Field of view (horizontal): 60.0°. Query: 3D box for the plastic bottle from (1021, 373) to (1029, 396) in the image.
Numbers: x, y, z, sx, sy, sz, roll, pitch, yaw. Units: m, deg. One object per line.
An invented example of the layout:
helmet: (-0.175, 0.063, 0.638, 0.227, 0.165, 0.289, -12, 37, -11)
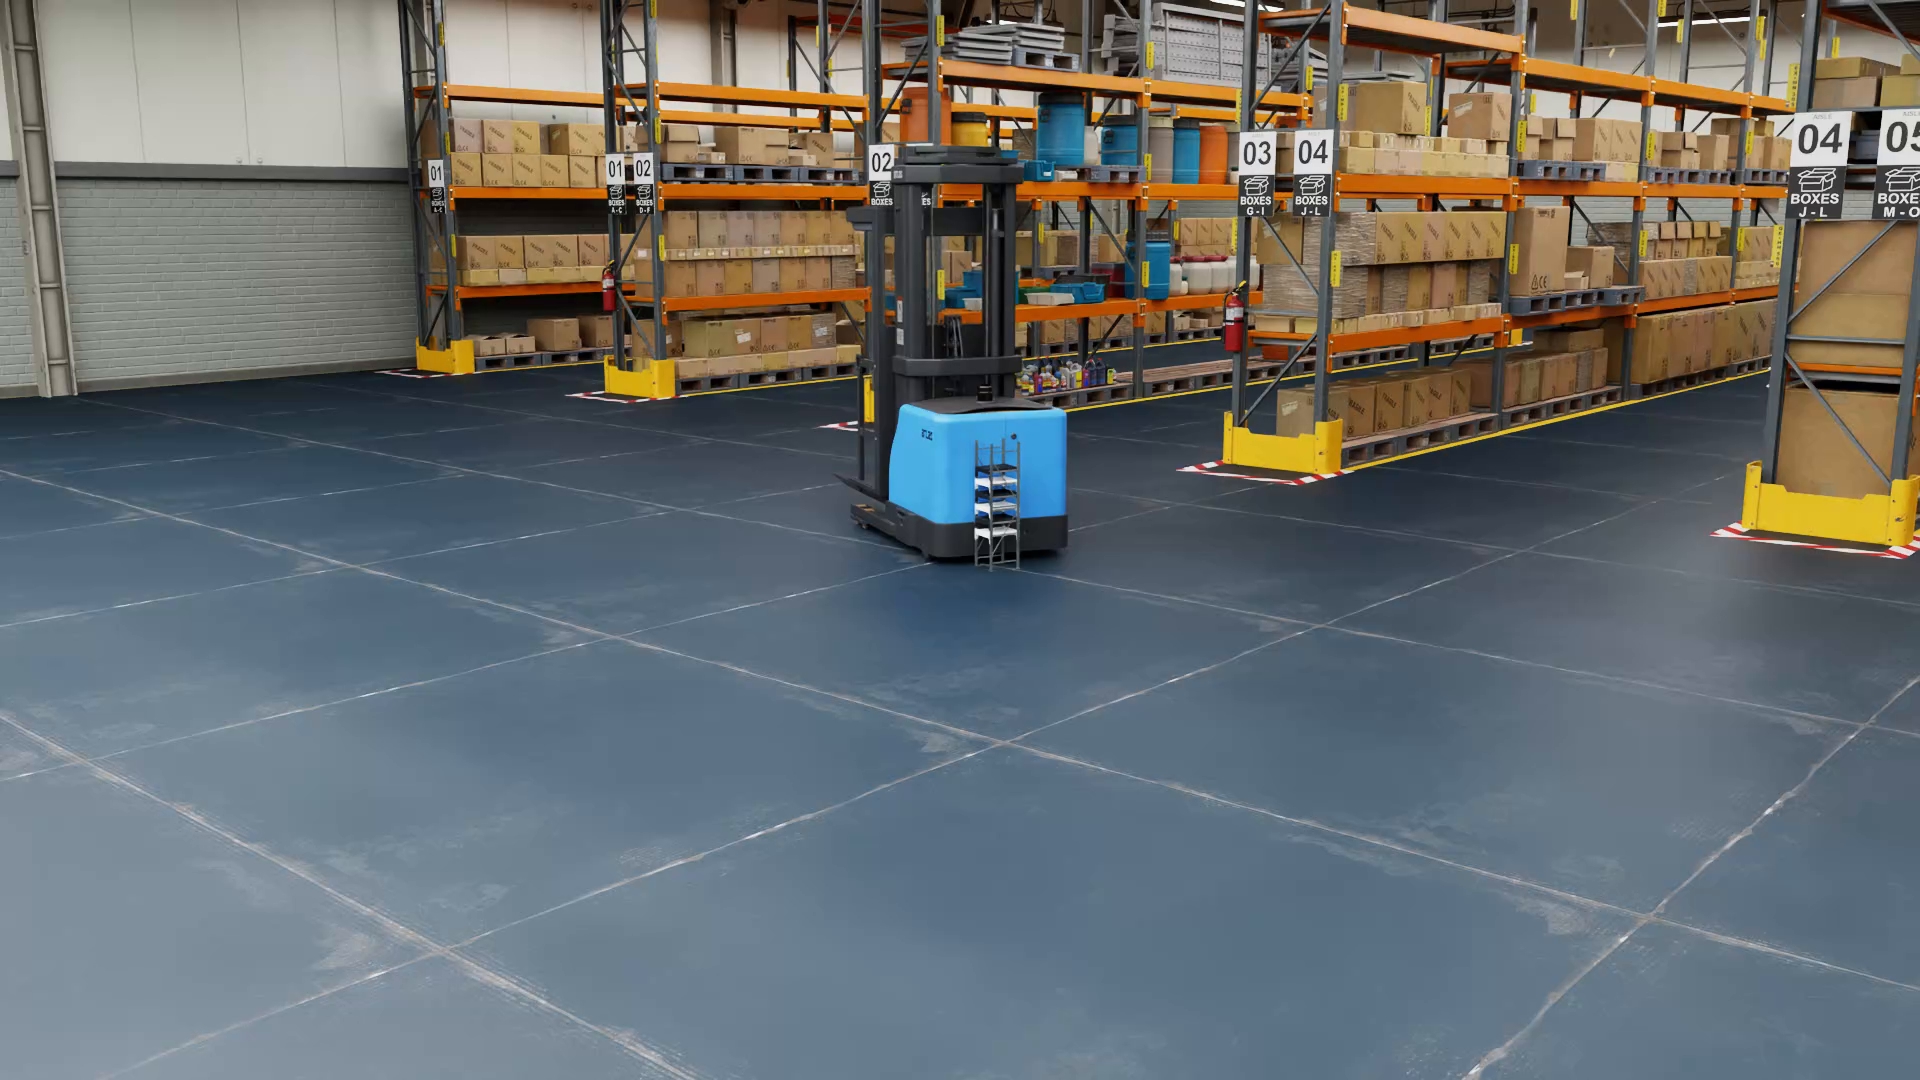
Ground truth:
plastic bottle: (0.805, -1.923, 20.525, 0.097, 0.271, 0.097, 0, 11, 0)

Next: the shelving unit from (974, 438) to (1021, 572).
shelving unit: (0.261, -0.247, 11.648, 0.258, 0.900, 0.210, -6, 13, -29)

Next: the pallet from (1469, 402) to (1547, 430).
pallet: (6.248, -1.514, 19.755, 1.003, 0.211, 1.213, 10, 15, 40)

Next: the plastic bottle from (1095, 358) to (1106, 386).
plastic bottle: (1.806, -2.192, 21.669, 0.144, 0.351, 0.185, 9, 15, 39)

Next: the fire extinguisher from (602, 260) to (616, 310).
fire extinguisher: (-4.771, -3.465, 22.597, 0.296, 0.674, 0.183, 10, 15, 40)

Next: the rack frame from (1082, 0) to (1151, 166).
rack frame: (2.015, -6.349, 21.526, 1.000, 3.000, 0.127, 10, 15, 40)

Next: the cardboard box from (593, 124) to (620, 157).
cardboard box: (-5.910, -6.517, 27.165, 0.500, 0.500, 0.500, 11, 16, 43)

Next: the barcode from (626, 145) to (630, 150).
barcode: (-4.507, -5.322, 22.560, 0.001, 0.075, 0.075, 10, 15, 40)

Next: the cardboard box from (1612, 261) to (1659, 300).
cardboard box: (8.901, -3.441, 22.026, 0.500, 0.500, 0.500, 10, 15, 42)

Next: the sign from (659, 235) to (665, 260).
sign: (-3.931, -3.851, 21.920, 0.100, 0.325, 0.005, 10, 15, 40)

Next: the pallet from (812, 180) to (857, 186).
pallet: (-2.401, -6.757, 31.706, 1.213, 0.211, 1.003, 11, 16, 43)

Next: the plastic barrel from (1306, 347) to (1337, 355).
plastic barrel: (5.711, -3.260, 26.458, 0.600, 0.588, 0.708, 10, 15, 40)

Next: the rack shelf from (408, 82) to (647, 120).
rack shelf: (-6.747, -6.982, 26.536, 1.077, 0.370, 4.000, 10, 15, 40)

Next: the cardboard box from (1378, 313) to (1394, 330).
cardboard box: (4.138, -2.211, 16.764, 0.380, 0.149, 0.250, 10, 15, 40)

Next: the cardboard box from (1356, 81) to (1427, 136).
cardboard box: (4.278, -4.273, 16.498, 0.500, 0.500, 0.500, 10, 15, 40)

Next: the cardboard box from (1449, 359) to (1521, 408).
cardboard box: (6.157, -1.845, 19.547, 0.700, 0.500, 0.500, 8, 14, 36)

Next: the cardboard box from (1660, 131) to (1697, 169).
cardboard box: (9.708, -5.386, 23.027, 0.797, 0.503, 0.637, 10, 15, 40)

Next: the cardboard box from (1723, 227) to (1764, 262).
cardboard box: (11.855, -4.493, 25.257, 0.500, 0.500, 0.500, 10, 15, 40)

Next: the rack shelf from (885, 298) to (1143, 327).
rack shelf: (0.695, -2.760, 20.710, 1.077, 0.370, 4.000, 10, 15, 40)

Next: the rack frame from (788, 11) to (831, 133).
rack frame: (-2.787, -8.219, 30.885, 1.000, 3.000, 0.127, 10, 15, 40)

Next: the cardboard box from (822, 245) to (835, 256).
cardboard box: (-2.058, -4.273, 24.535, 0.380, 0.149, 0.250, 9, 15, 39)

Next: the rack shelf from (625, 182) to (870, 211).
rack shelf: (-3.024, -4.872, 23.626, 1.077, 0.370, 4.000, 10, 15, 40)

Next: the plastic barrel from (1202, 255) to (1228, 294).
plastic barrel: (3.581, -3.758, 23.522, 0.433, 0.535, 0.433, 0, 11, 0)

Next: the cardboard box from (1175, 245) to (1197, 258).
cardboard box: (4.118, -5.314, 31.405, 0.500, 0.500, 0.500, 10, 15, 42)

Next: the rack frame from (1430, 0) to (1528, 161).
rack frame: (5.735, -5.709, 18.319, 1.000, 3.000, 0.127, 10, 15, 40)

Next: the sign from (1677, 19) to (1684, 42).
sign: (10.616, -7.497, 24.483, 0.100, 0.325, 0.005, 10, 15, 40)

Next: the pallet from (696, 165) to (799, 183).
pallet: (-3.053, -5.169, 23.498, 1.003, 0.211, 1.213, 10, 15, 40)

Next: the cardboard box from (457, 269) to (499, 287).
cardboard box: (-7.507, -4.067, 25.746, 0.500, 0.250, 0.500, 9, 15, 39)

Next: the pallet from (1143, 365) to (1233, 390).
pallet: (3.309, -2.341, 23.893, 1.003, 0.211, 1.213, 10, 15, 40)

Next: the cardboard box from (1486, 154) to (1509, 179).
cardboard box: (5.631, -4.064, 18.123, 0.500, 0.250, 0.500, 11, 15, 42)

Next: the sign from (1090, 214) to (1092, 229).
sign: (2.893, -7.066, 36.868, 0.100, 0.325, 0.005, 10, 15, 40)

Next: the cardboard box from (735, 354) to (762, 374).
cardboard box: (-3.165, -2.515, 23.594, 0.500, 0.250, 0.500, 10, 15, 40)

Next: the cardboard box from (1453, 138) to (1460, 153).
cardboard box: (5.004, -4.127, 17.421, 0.380, 0.149, 0.250, 11, 15, 42)

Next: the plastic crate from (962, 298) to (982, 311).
plastic crate: (0.207, -2.780, 19.643, 0.298, 0.136, 0.250, 10, 15, 40)

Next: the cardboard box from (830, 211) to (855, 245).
cardboard box: (-1.992, -4.668, 24.854, 0.700, 0.500, 0.500, 10, 15, 41)

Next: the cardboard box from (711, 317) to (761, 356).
cardboard box: (-3.174, -2.884, 23.528, 0.500, 0.500, 0.500, 10, 15, 40)

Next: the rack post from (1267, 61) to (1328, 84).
rack post: (5.103, -7.013, 25.040, 0.954, 0.300, 0.937, 10, 15, 40)

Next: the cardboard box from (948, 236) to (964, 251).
cardboard box: (-0.262, -5.970, 33.875, 0.500, 0.500, 0.500, 9, 15, 39)

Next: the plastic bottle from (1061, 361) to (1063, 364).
plastic bottle: (1.282, -2.246, 22.130, 0.152, 0.276, 0.135, 10, 15, 42)

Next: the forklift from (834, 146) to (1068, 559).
forklift: (-0.230, -1.551, 12.993, 1.130, 2.935, 3.031, -4, 12, -21)

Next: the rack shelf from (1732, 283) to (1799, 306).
rack shelf: (12.336, -3.886, 26.344, 1.077, 0.370, 4.000, 10, 15, 40)

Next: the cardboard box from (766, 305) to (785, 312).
cardboard box: (-3.650, -4.093, 30.806, 0.700, 0.500, 0.500, 10, 15, 40)

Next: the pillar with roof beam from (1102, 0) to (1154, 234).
pillar with roof beam: (6.861, -9.348, 36.540, 9.100, 9.000, 0.548, 10, 15, 40)

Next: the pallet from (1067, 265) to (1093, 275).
pallet: (2.217, -4.830, 29.723, 1.003, 0.211, 1.213, 10, 15, 40)

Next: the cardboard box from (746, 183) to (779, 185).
cardboard box: (-3.712, -6.630, 30.272, 0.637, 0.503, 0.797, -10, 15, -40)

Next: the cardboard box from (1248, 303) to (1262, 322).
cardboard box: (6.044, -4.692, 33.804, 0.500, 0.500, 0.500, 10, 15, 40)

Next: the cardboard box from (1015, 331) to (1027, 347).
cardboard box: (0.773, -3.386, 27.952, 0.500, 0.250, 0.500, 10, 15, 42)

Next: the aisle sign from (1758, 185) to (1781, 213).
aisle sign: (13.479, -5.857, 27.739, 0.394, 0.787, 0.004, 10, 15, 40)

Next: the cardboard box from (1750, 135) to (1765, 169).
cardboard box: (11.846, -5.921, 25.454, 0.700, 0.500, 0.500, 11, 16, 43)

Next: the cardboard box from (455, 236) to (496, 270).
cardboard box: (-7.527, -4.435, 25.676, 0.500, 0.500, 0.500, 10, 15, 40)

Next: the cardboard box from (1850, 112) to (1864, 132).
cardboard box: (6.719, -3.218, 12.819, 0.380, 0.149, 0.250, 10, 15, 40)

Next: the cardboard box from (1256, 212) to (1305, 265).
cardboard box: (3.272, -2.977, 16.389, 0.500, 0.500, 0.500, 10, 15, 40)

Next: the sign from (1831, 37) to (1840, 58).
sign: (14.055, -7.899, 26.698, 0.100, 0.325, 0.005, 10, 15, 40)

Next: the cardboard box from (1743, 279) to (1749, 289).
cardboard box: (11.635, -3.860, 25.021, 0.380, 0.149, 0.250, 9, 14, 38)

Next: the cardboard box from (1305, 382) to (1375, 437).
cardboard box: (3.889, -1.341, 17.076, 0.500, 0.500, 0.500, -7, 13, -33)
